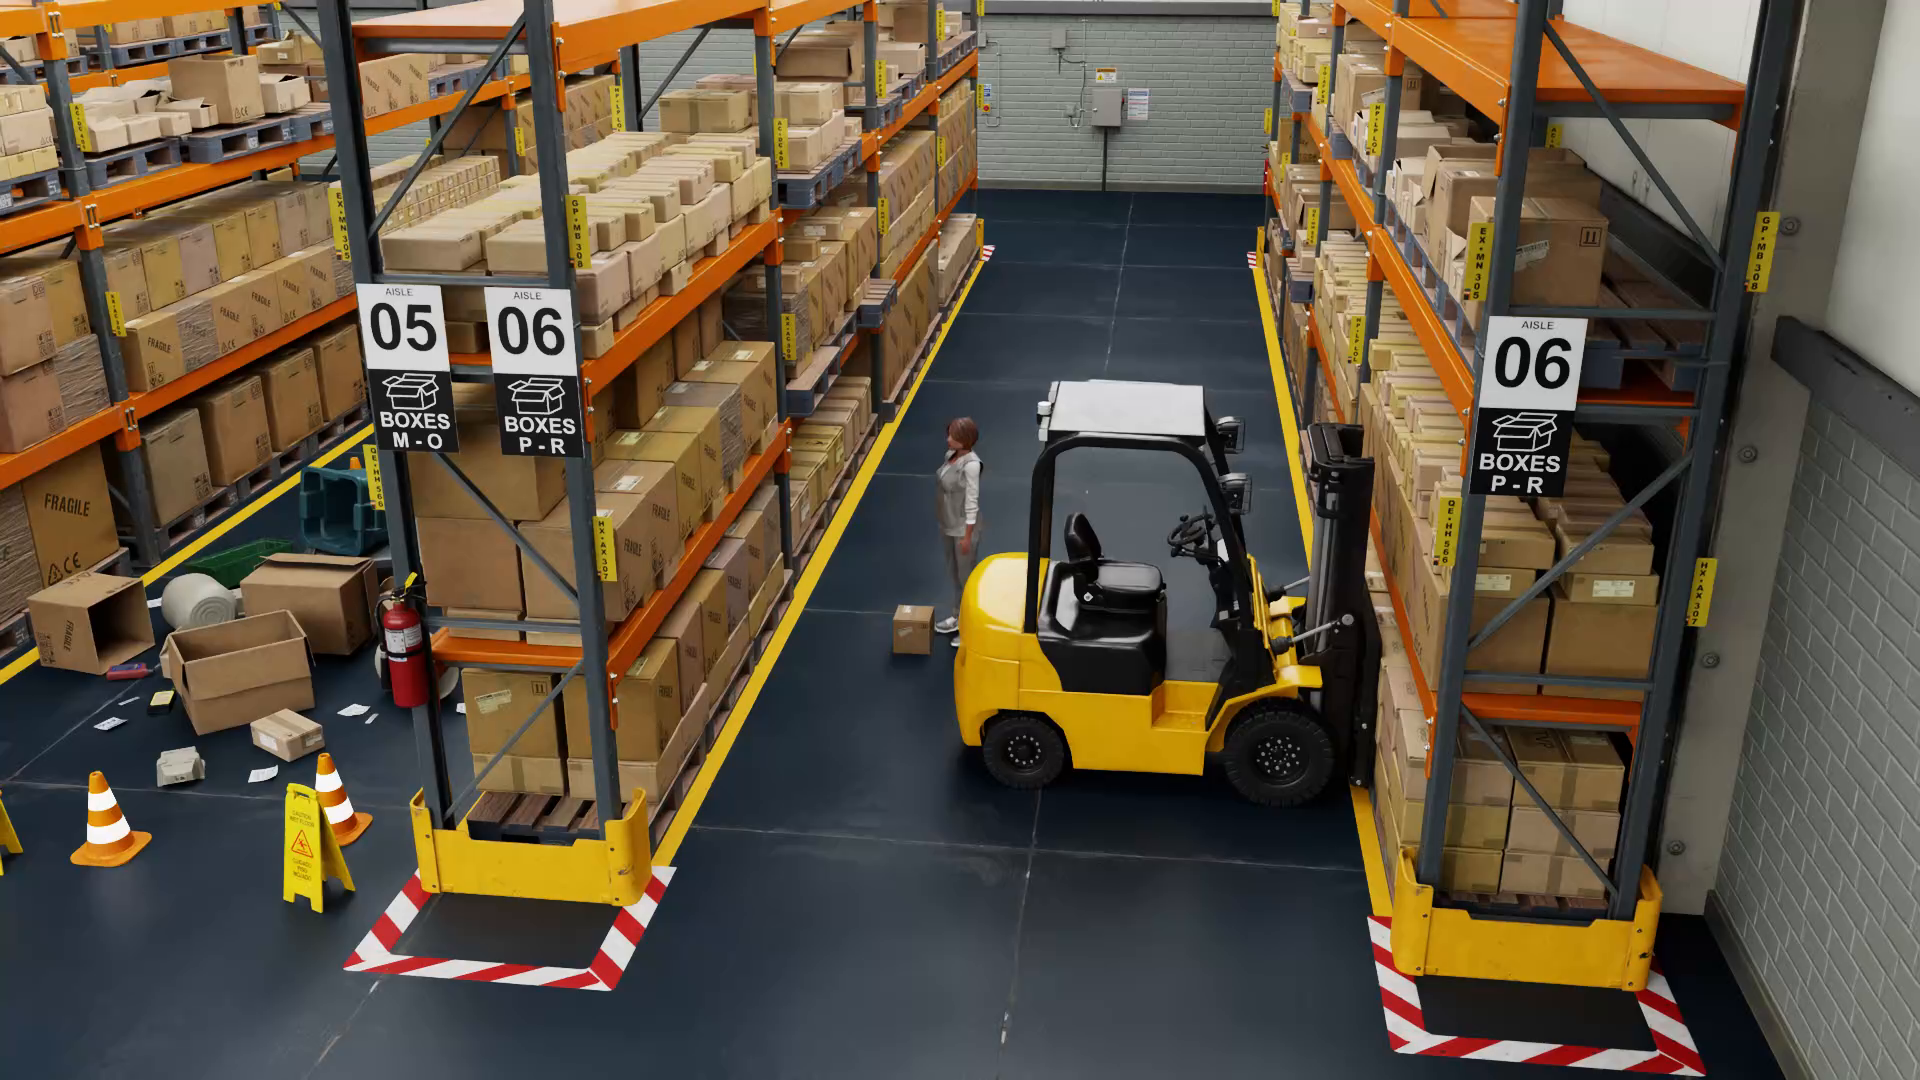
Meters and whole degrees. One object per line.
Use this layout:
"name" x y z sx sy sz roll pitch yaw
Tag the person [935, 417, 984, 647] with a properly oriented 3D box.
"person" 0.009 -0.066 11.250 0.317 1.601 0.404 -8 23 -20
